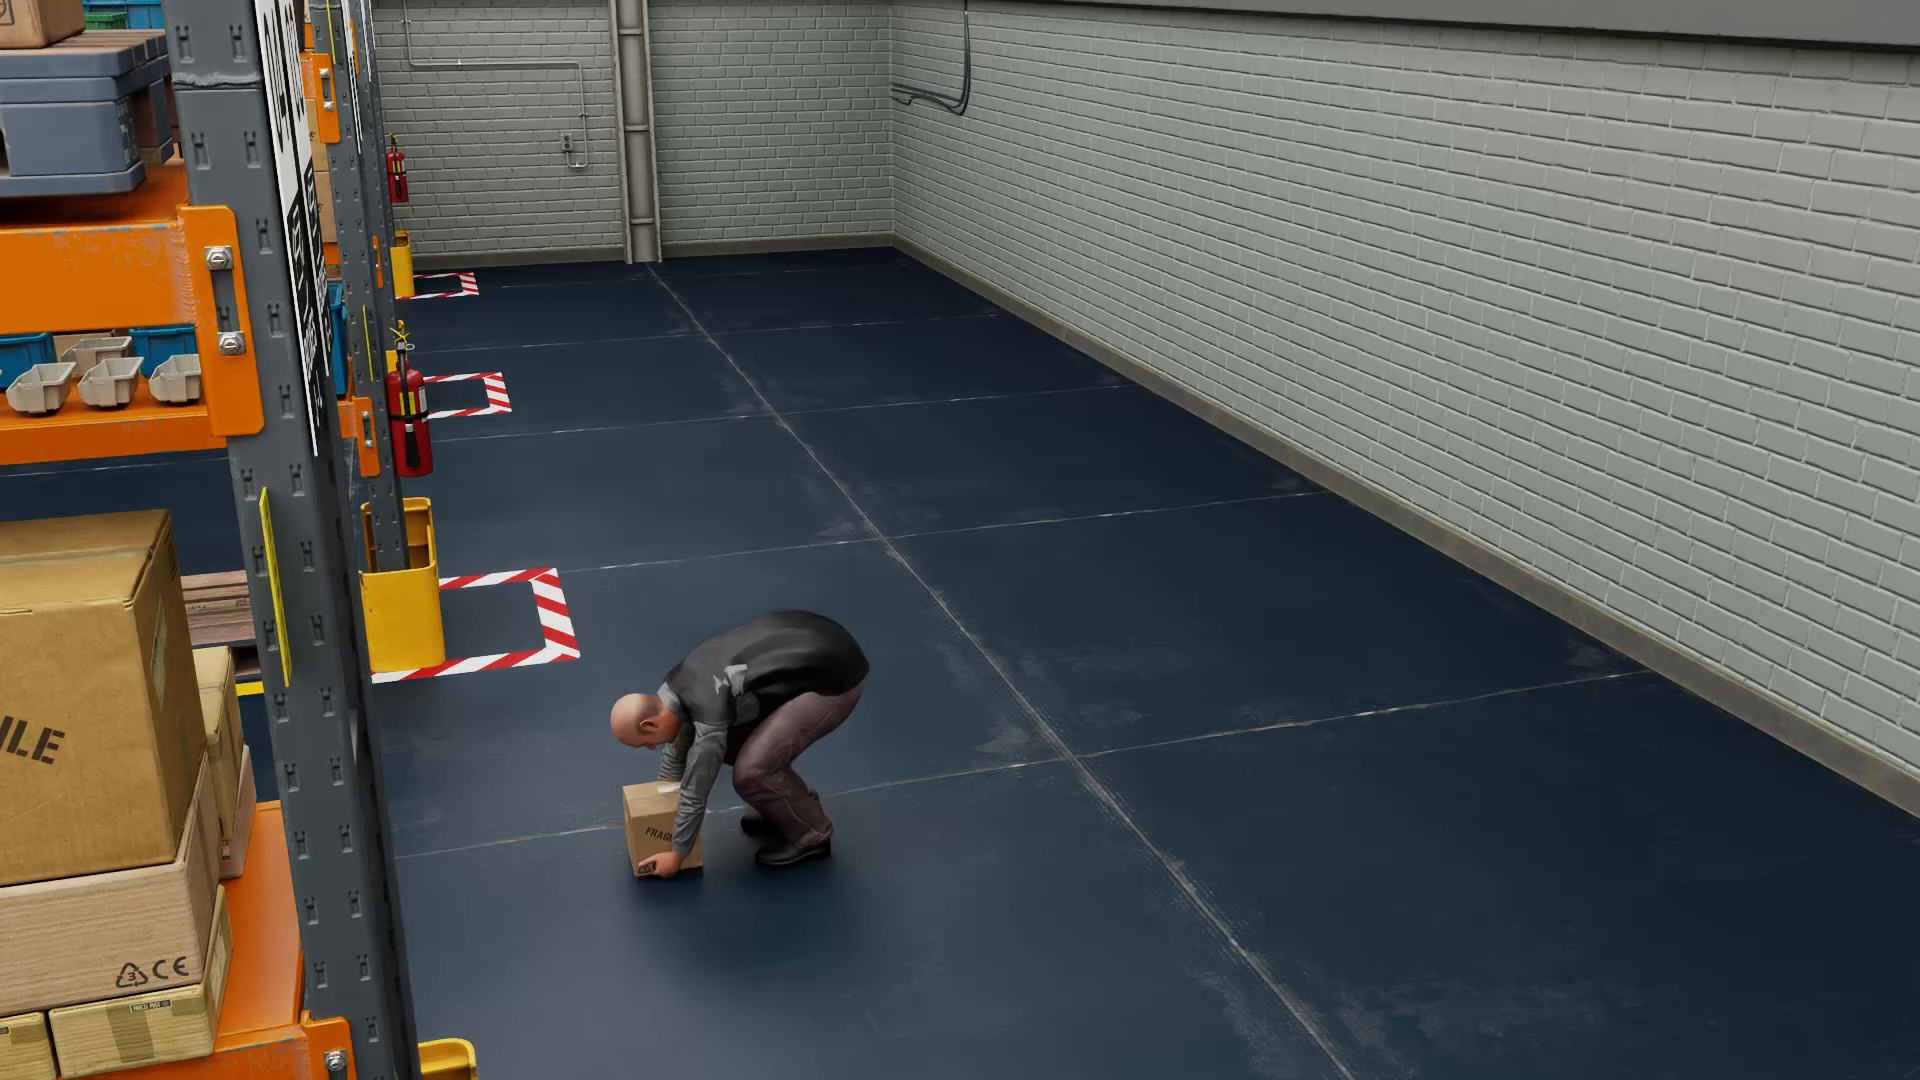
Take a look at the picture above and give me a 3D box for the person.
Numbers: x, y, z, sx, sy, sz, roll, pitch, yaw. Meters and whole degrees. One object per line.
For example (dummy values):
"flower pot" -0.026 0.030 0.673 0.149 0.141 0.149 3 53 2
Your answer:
"person" -0.811 0.743 6.185 0.947 0.922 0.518 -7 20 -20
